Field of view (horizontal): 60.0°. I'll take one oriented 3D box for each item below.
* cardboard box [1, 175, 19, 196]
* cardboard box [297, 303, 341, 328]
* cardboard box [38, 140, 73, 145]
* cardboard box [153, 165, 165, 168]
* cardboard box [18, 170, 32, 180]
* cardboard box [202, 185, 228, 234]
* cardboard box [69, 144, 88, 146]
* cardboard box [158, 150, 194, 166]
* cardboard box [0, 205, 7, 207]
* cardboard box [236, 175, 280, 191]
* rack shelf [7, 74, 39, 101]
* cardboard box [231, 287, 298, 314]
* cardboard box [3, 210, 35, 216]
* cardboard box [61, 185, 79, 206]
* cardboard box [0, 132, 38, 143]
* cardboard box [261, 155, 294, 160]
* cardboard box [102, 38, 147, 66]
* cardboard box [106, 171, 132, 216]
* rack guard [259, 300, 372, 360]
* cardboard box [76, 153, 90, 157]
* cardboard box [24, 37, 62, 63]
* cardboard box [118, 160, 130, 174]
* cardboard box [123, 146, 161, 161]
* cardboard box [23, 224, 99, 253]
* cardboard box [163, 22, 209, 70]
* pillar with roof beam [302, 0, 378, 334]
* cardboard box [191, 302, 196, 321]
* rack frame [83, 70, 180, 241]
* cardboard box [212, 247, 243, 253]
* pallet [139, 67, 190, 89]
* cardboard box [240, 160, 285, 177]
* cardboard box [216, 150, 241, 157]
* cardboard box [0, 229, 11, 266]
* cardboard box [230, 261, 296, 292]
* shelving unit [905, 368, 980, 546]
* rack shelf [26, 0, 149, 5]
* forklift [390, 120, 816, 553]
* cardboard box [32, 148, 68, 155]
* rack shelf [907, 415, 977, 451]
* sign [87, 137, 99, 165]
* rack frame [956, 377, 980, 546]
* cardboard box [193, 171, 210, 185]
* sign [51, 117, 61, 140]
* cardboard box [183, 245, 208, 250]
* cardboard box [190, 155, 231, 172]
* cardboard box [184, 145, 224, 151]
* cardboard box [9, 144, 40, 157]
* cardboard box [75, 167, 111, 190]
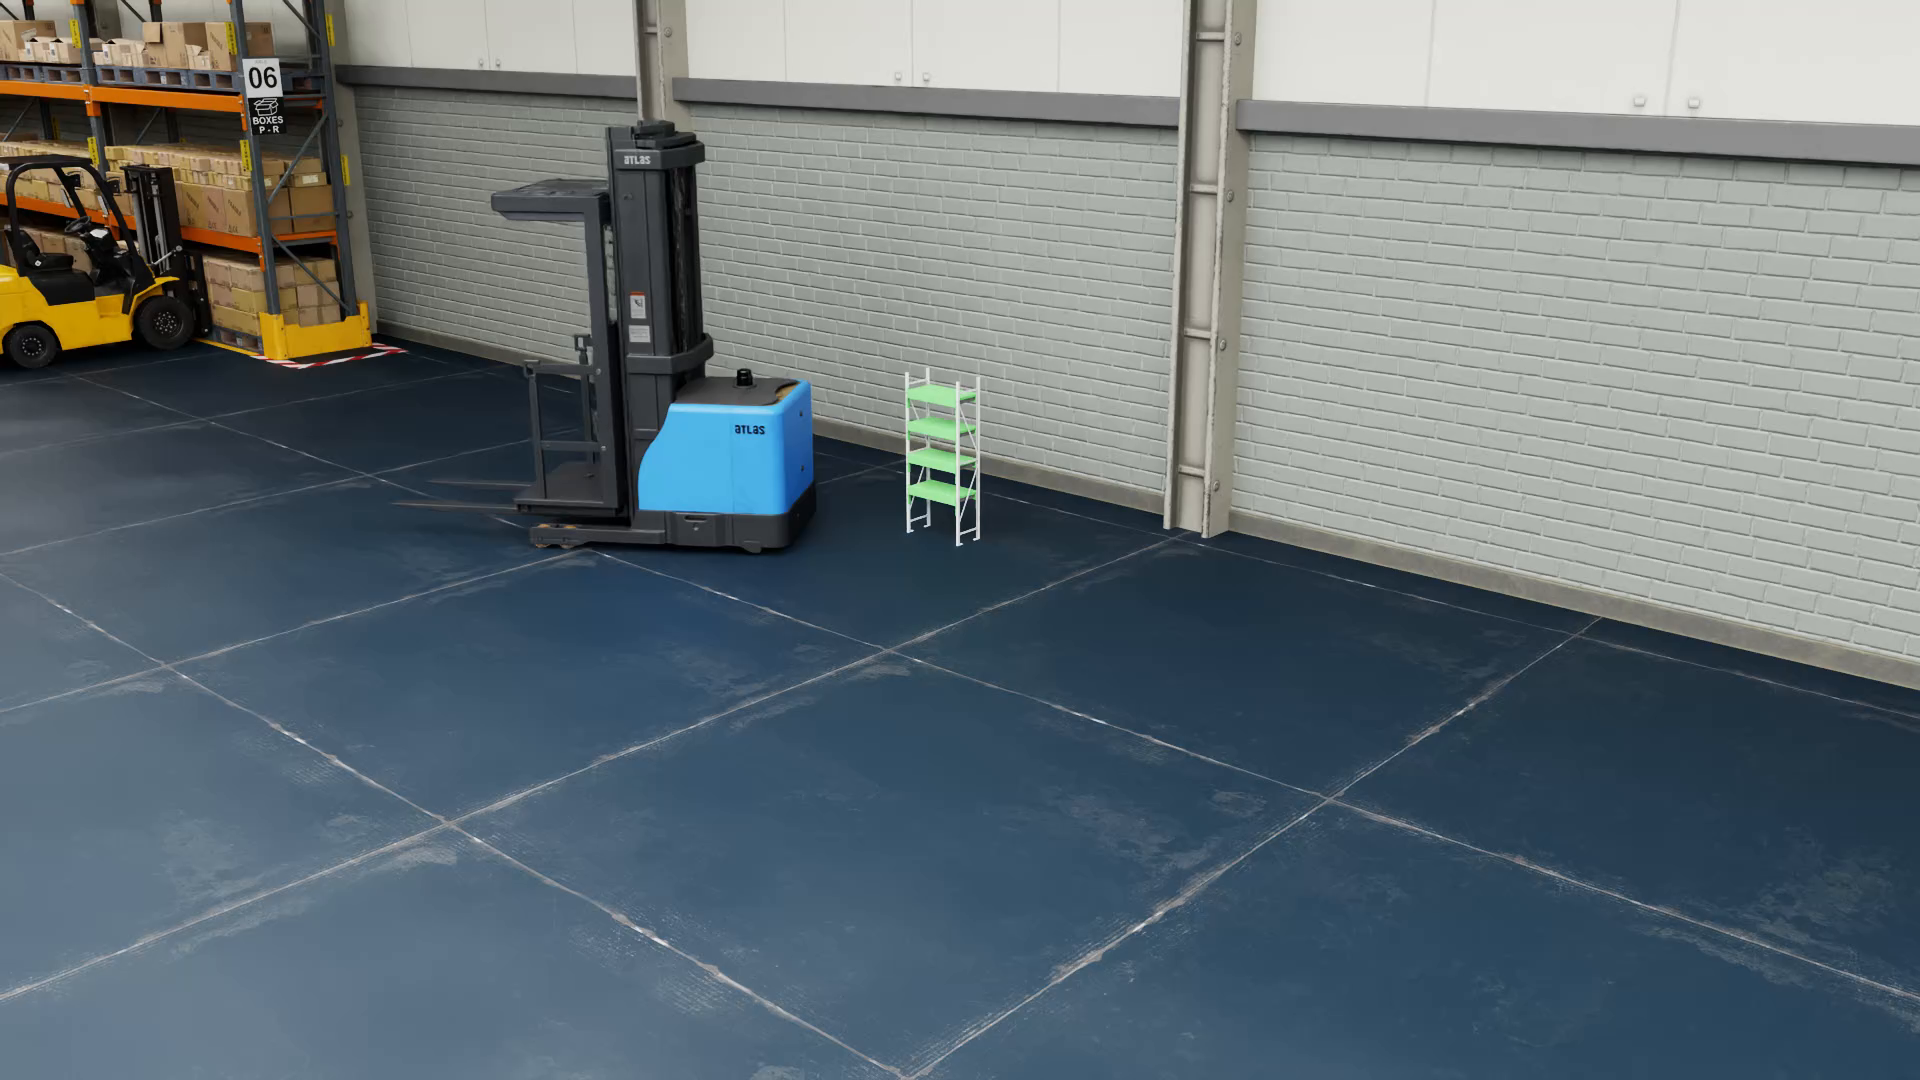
[{"bbox_3d":[-12.732,-4.870,22.746,0.500,0.250,0.500,14,23,38],"label":"cardboard box"},{"bbox_3d":[-7.528,-2.614,19.241,0.500,0.250,0.500,15,23,39],"label":"cardboard box"},{"bbox_3d":[-12.627,-5.498,23.239,0.250,0.149,0.380,16,23,41],"label":"cardboard box"},{"bbox_3d":[-9.280,-4.354,19.636,0.250,0.149,0.380,14,22,38],"label":"cardboard box"},{"bbox_3d":[-12.351,-5.000,22.330,0.500,0.250,0.500,14,23,38],"label":"cardboard box"},{"bbox_3d":[-8.215,-3.775,18.882,0.500,0.500,0.500,16,24,41],"label":"cardboard box"},{"bbox_3d":[-11.858,-5.297,22.607,0.250,0.149,0.380,15,23,38],"label":"cardboard box"},{"bbox_3d":[-9.225,-4.511,19.639,0.250,0.149,0.380,15,23,39],"label":"cardboard box"},{"bbox_3d":[-14.634,-4.992,25.249,0.250,0.149,0.380,14,22,37],"label":"cardboard box"},{"bbox_3d":[-7.736,-3.945,18.345,0.250,0.149,0.380,15,23,40],"label":"cardboard box"},{"bbox_3d":[-14.770,-6.676,24.420,4.000,0.370,1.077,15,23,39],"label":"rack shelf"},{"bbox_3d":[-7.862,-2.736,18.800,0.500,0.250,0.500,15,23,39],"label":"cardboard box"},{"bbox_3d":[-13.878,-4.772,24.556,0.250,0.149,0.380,15,23,40],"label":"cardboard box"},{"bbox_3d":[-11.213,-4.455,21.438,0.500,0.250,0.500,15,23,39],"label":"cardboard box"},{"bbox_3d":[-13.556,-5.574,23.858,0.500,0.500,0.500,16,24,42],"label":"cardboard box"},{"bbox_3d":[-7.780,-4.306,18.991,0.250,0.149,0.380,16,23,40],"label":"cardboard box"},{"bbox_3d":[-9.822,-5.798,19.750,0.500,0.311,0.500,16,23,40],"label":"cardboard box"},{"bbox_3d":[-10.124,-4.284,20.487,0.500,0.500,0.500,14,22,38],"label":"cardboard box"},{"bbox_3d":[-7.273,-2.385,18.801,0.348,0.500,1.175,15,23,39],"label":"rack guard"},{"bbox_3d":[-11.039,-4.869,21.256,0.250,0.149,0.380,15,23,39],"label":"cardboard box"},{"bbox_3d":[-11.560,-6.264,21.220,0.500,0.311,0.500,14,22,37],"label":"cardboard box"},{"bbox_3d":[-10.024,-4.566,20.304,0.250,0.149,0.380,16,23,41],"label":"cardboard box"},{"bbox_3d":[-9.974,-4.724,20.309,0.250,0.149,0.380,15,23,40],"label":"cardboard box"},{"bbox_3d":[-12.323,-3.998,22.983,0.625,0.625,0.875,16,24,41],"label":"cardboard box"},{"bbox_3d":[-8.483,-5.569,18.716,0.500,0.500,0.700,15,23,40],"label":"cardboard box"},{"bbox_3d":[-10.071,-5.811,15.545,0.400,9.000,9.100,15,23,39],"label":"pillar with roof beam"},{"bbox_3d":[-8.989,-2.798,19.820,0.500,0.250,0.500,16,24,41],"label":"cardboard box"},{"bbox_3d":[-10.283,-4.385,20.969,0.127,3.000,1.000,15,23,39],"label":"rack frame"},{"bbox_3d":[-8.646,-3.394,20.045,0.500,0.250,0.500,14,23,38],"label":"cardboard box"},{"bbox_3d":[-8.719,-5.362,19.235,1.213,0.211,1.003,15,23,39],"label":"pallet"},{"bbox_3d":[-7.699,-4.104,18.356,0.250,0.149,0.380,15,23,39],"label":"cardboard box"},{"bbox_3d":[-8.538,-4.513,19.644,0.250,0.149,0.380,15,23,40],"label":"cardboard box"},{"bbox_3d":[-13.733,-4.233,23.928,0.500,0.500,0.500,16,24,41],"label":"cardboard box"},{"bbox_3d":[-7.842,-2.970,18.708,0.500,0.250,0.500,16,24,41],"label":"cardboard box"},{"bbox_3d":[-0.124,-0.605,12.035,0.503,1.200,0.258,15,23,39],"label":"shelving unit"},{"bbox_3d":[-11.778,-7.112,21.496,4.000,0.370,1.077,15,23,39],"label":"rack shelf"},{"bbox_3d":[-2.647,-1.489,11.957,3.031,2.935,1.130,2,18,8],"label":"forklift"},{"bbox_3d":[-11.910,-5.045,21.813,0.250,0.149,0.380,14,23,38],"label":"cardboard box"},{"bbox_3d":[-0.124,-0.773,11.982,0.480,0.148,0.258,15,23,39],"label":"rack shelf"},{"bbox_3d":[-10.635,-4.774,20.413,0.005,0.325,0.100,15,23,39],"label":"sign"},{"bbox_3d":[0.059,-0.556,11.881,0.015,1.200,0.240,15,23,39],"label":"rack frame"},{"bbox_3d":[-8.509,-4.150,18.993,0.250,0.149,0.380,14,22,38],"label":"cardboard box"},{"bbox_3d":[-12.908,-5.866,23.722,0.005,0.325,0.100,15,23,39],"label":"sign"},{"bbox_3d":[-9.373,-3.380,20.003,0.500,0.250,0.500,16,24,41],"label":"cardboard box"},{"bbox_3d":[-8.523,-4.287,18.933,0.250,0.149,0.380,16,23,41],"label":"cardboard box"},{"bbox_3d":[-9.247,-4.742,20.364,0.250,0.149,0.380,14,23,38],"label":"cardboard box"},{"bbox_3d":[-12.618,-5.265,22.506,0.250,0.149,0.380,15,23,40],"label":"cardboard box"},{"bbox_3d":[-10.819,-4.592,21.044,0.500,0.250,0.500,14,23,38],"label":"cardboard box"}]
